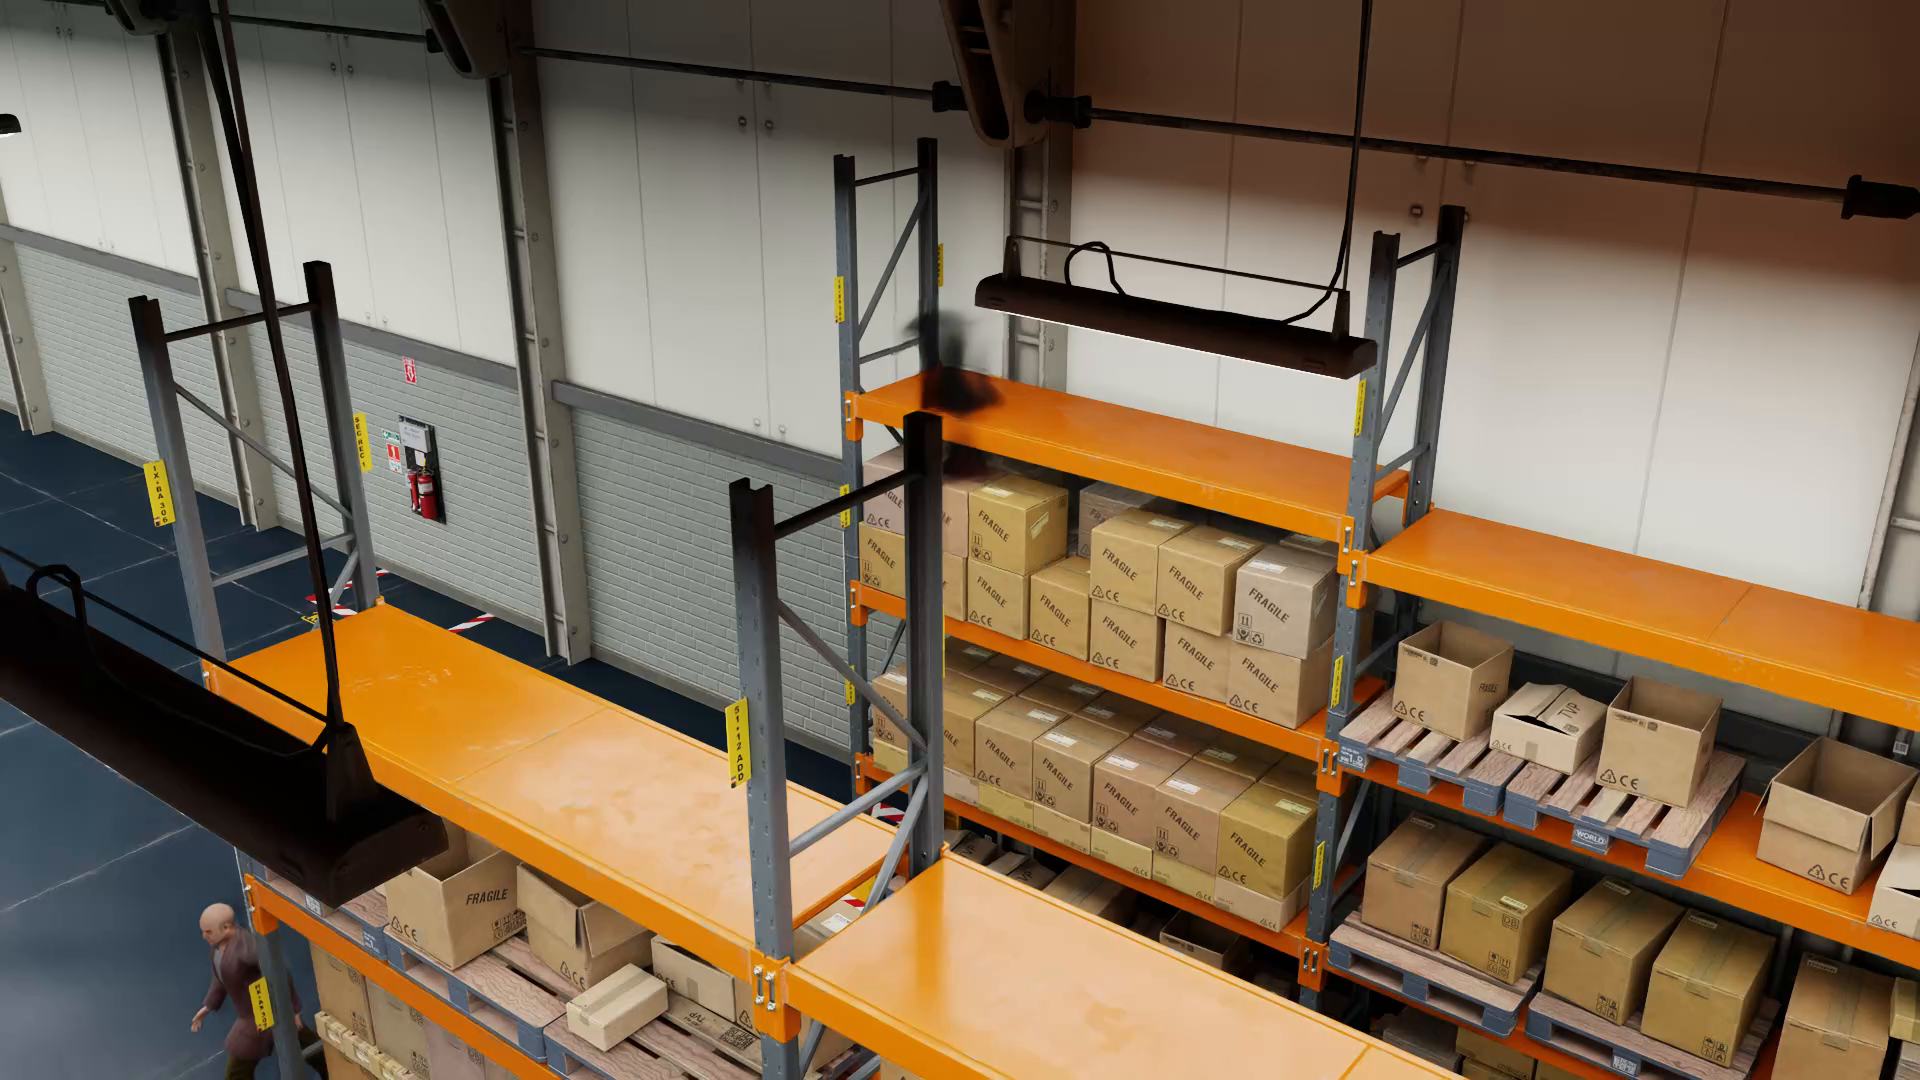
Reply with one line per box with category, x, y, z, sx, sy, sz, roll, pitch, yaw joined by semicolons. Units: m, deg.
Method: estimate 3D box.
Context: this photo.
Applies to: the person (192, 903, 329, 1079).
person;-4.608;3.079;10.911;1.072;1.724;0.582;-13;26;-29
